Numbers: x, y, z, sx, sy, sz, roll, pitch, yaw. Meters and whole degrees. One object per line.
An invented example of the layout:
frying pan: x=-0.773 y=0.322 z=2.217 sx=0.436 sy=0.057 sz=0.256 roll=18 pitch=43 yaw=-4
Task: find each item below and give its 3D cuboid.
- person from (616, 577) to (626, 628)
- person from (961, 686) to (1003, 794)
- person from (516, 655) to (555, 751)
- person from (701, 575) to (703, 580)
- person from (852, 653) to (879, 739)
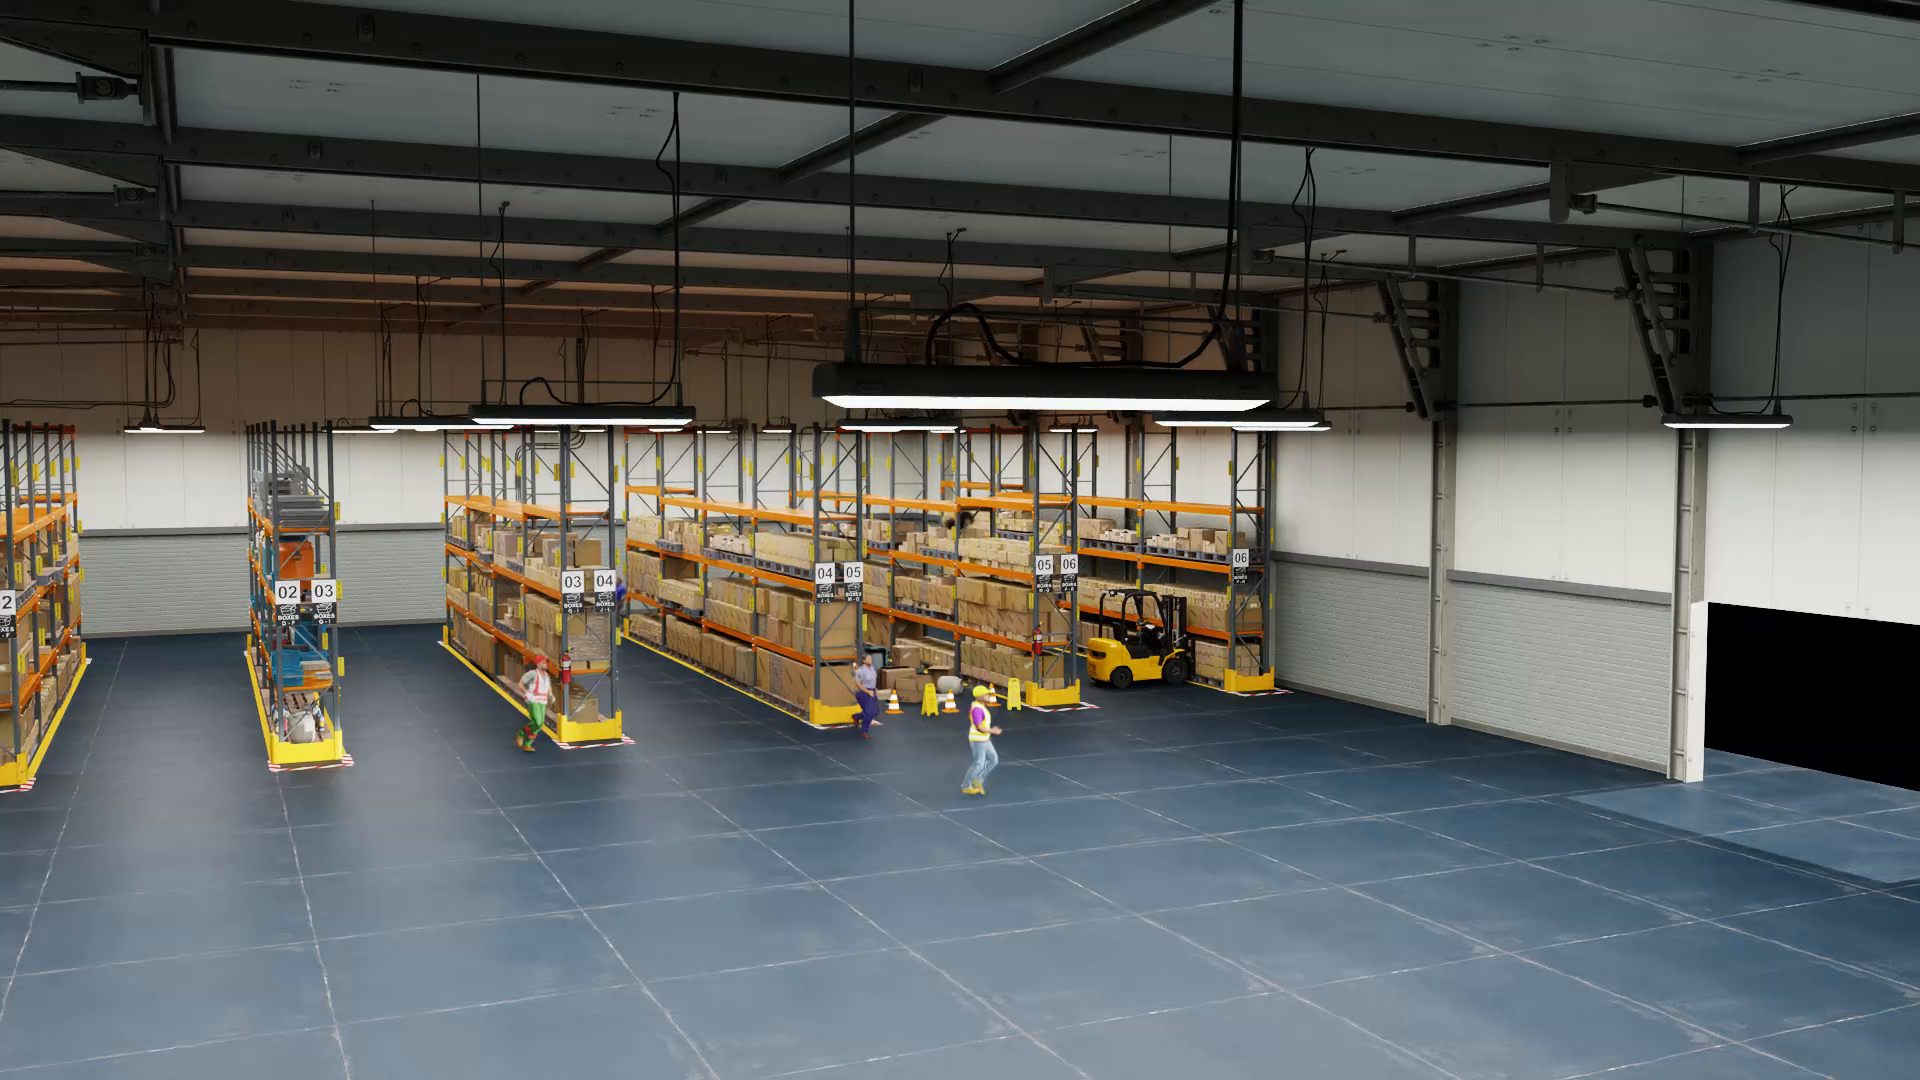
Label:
person: x=-9.969 y=1.889 z=48.683 sx=0.647 sy=1.599 sz=0.663 roll=-3 pitch=5 yaw=-44
person: x=0.356 y=3.200 z=26.462 sx=0.684 sy=1.779 sz=0.734 roll=1 pitch=4 yaw=8
person: x=-7.700 y=2.972 z=30.328 sx=0.575 sy=1.731 sz=0.727 roll=2 pitch=4 yaw=31
person: x=-7.415 y=1.863 z=48.032 sx=0.676 sy=1.724 sz=0.595 roll=-2 pitch=4 yaw=-29
person: x=-1.812 y=2.954 z=31.630 sx=0.622 sy=1.618 sz=0.633 roll=2 pitch=4 yaw=28
